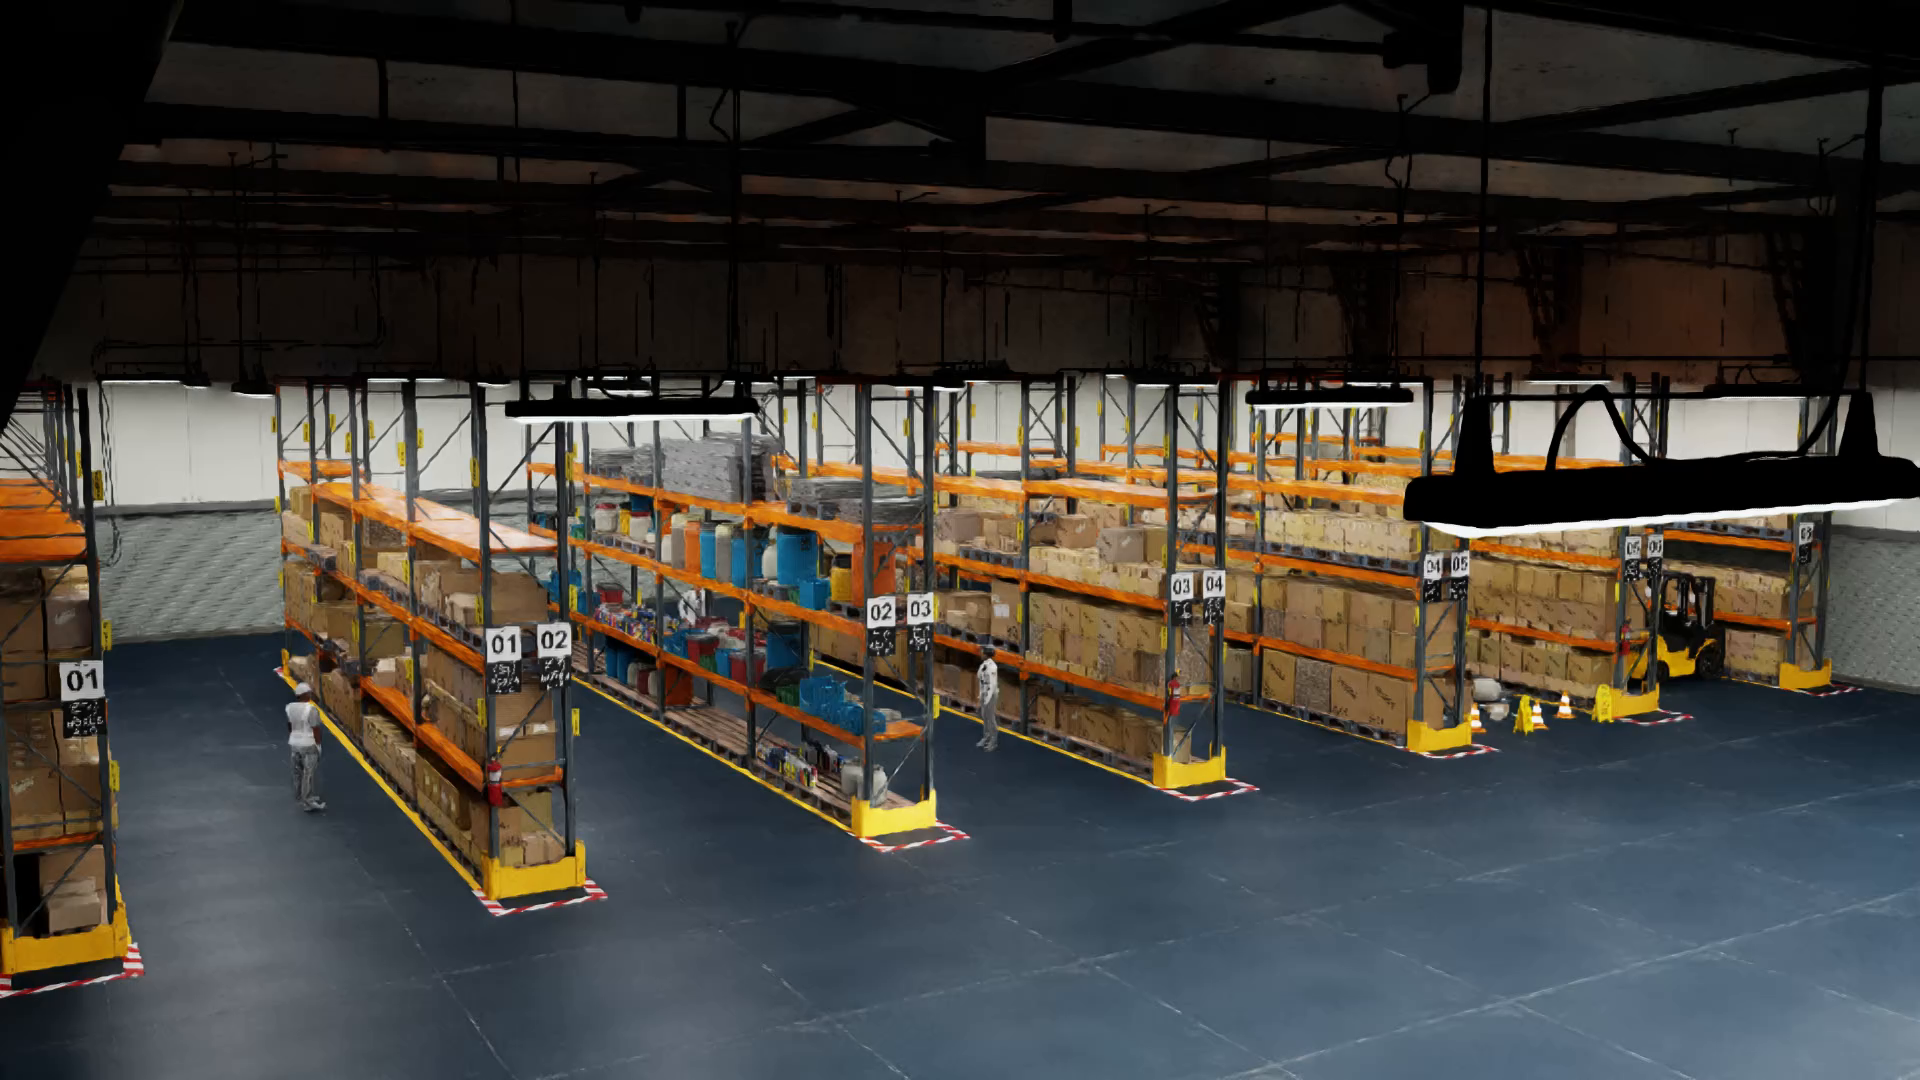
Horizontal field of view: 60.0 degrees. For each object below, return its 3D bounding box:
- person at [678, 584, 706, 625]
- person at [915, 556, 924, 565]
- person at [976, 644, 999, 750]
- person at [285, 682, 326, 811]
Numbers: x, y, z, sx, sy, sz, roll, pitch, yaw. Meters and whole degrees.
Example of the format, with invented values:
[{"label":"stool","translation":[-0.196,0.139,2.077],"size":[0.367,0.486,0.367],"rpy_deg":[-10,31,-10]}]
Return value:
[{"label":"person","translation":[-5.566,1.660,34.888],"size":[0.729,1.733,0.546],"rpy_deg":[-4,7,-32]},{"label":"person","translation":[-0.905,0.659,44.341],"size":[0.657,1.641,0.463],"rpy_deg":[4,7,29]},{"label":"person","translation":[0.445,2.546,27.087],"size":[0.368,1.716,0.530],"rpy_deg":[-2,6,-15]},{"label":"person","translation":[-9.173,2.872,23.386],"size":[0.618,1.783,0.457],"rpy_deg":[3,7,29]}]
